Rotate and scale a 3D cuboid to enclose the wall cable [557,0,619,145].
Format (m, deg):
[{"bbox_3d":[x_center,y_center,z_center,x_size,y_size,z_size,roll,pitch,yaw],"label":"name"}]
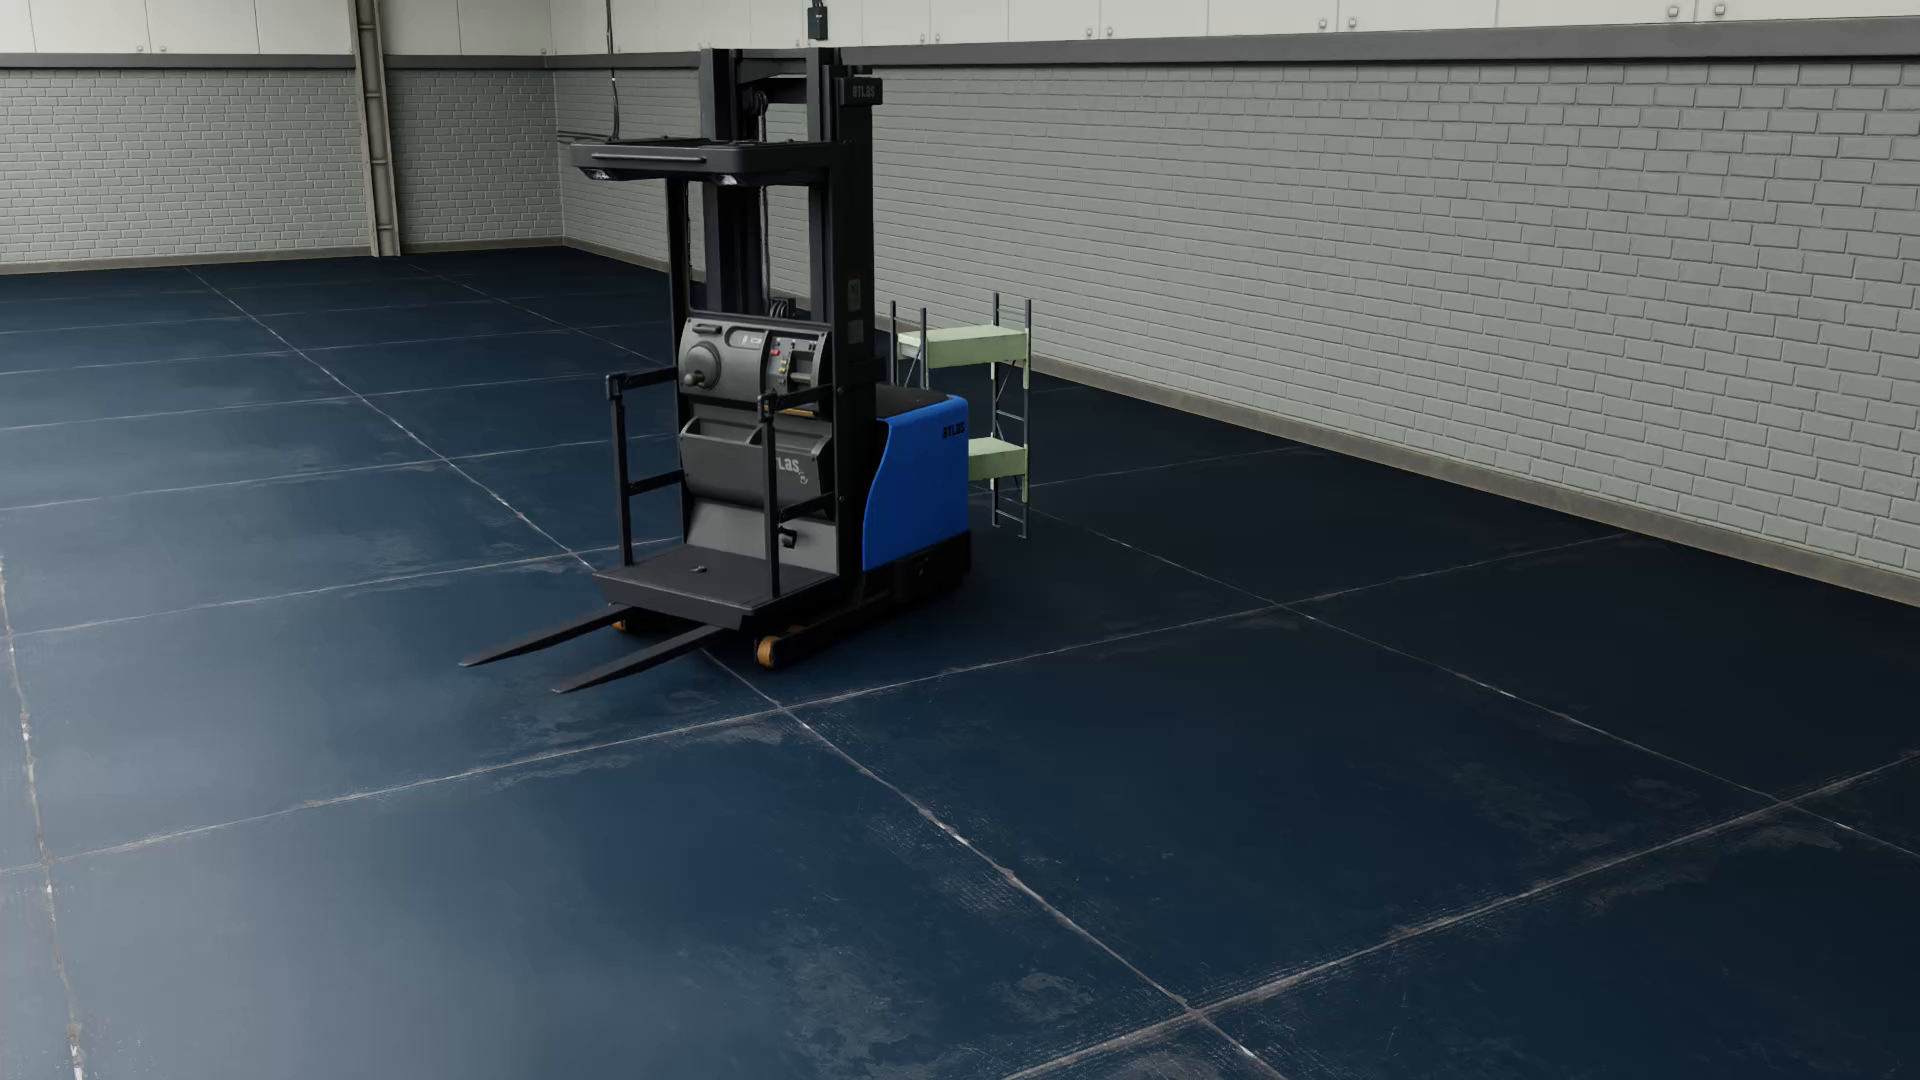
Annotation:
[{"bbox_3d":[-6.018,-7.515,26.301,0.112,2.526,3.097,-9,18,-30],"label":"wall cable"}]

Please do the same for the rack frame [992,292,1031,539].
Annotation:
[{"bbox_3d":[0.319,-0.774,10.392,0.023,1.500,0.400,-9,18,-30],"label":"rack frame"}]

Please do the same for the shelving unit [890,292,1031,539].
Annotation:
[{"bbox_3d":[0.006,-0.723,10.211,0.755,1.500,0.431,-9,18,-30],"label":"shelving unit"}]

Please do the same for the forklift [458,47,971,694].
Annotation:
[{"bbox_3d":[-1.172,-0.923,8.272,1.130,2.935,3.031,10,19,32],"label":"forklift"}]

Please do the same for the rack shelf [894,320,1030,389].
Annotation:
[{"bbox_3d":[0.006,-1.099,10.105,0.720,0.370,0.431,-9,18,-30],"label":"rack shelf"}]

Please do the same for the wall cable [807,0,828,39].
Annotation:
[{"bbox_3d":[-1.142,-8.449,17.579,0.169,6.003,2.305,-9,18,-30],"label":"wall cable"}]

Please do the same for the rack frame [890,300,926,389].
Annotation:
[{"bbox_3d":[-0.308,-0.672,10.029,0.023,1.500,0.400,-9,18,-30],"label":"rack frame"}]

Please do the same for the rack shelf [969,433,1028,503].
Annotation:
[{"bbox_3d":[0.006,-0.409,10.299,0.720,0.370,0.431,-9,18,-30],"label":"rack shelf"}]

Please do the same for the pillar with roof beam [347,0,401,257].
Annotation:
[{"bbox_3d":[-7.007,-7.911,21.959,0.400,9.000,9.100,-9,18,-30],"label":"pillar with roof beam"}]
